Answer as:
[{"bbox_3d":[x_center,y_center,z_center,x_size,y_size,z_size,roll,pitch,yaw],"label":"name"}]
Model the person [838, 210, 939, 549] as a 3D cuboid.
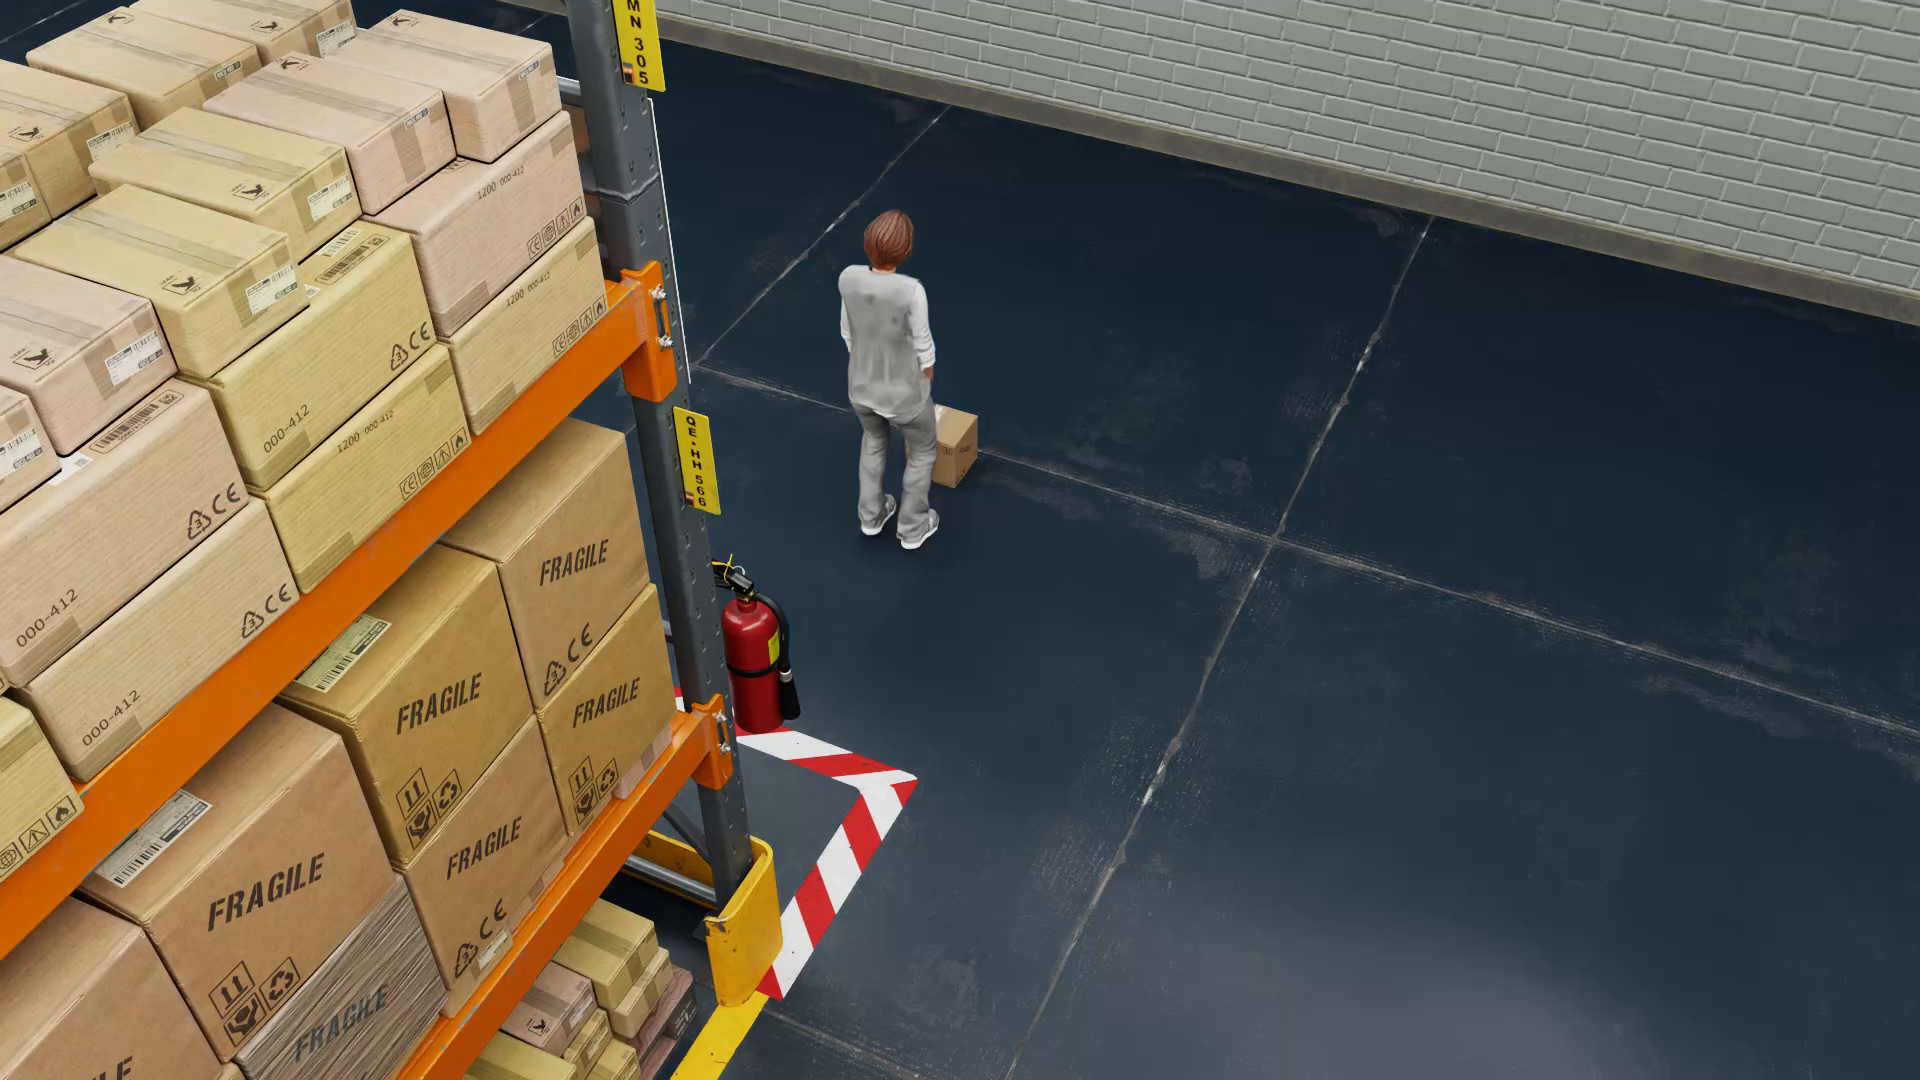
[{"bbox_3d":[-0.300,-0.630,6.896,0.423,1.550,0.368,19,46,19],"label":"person"}]
